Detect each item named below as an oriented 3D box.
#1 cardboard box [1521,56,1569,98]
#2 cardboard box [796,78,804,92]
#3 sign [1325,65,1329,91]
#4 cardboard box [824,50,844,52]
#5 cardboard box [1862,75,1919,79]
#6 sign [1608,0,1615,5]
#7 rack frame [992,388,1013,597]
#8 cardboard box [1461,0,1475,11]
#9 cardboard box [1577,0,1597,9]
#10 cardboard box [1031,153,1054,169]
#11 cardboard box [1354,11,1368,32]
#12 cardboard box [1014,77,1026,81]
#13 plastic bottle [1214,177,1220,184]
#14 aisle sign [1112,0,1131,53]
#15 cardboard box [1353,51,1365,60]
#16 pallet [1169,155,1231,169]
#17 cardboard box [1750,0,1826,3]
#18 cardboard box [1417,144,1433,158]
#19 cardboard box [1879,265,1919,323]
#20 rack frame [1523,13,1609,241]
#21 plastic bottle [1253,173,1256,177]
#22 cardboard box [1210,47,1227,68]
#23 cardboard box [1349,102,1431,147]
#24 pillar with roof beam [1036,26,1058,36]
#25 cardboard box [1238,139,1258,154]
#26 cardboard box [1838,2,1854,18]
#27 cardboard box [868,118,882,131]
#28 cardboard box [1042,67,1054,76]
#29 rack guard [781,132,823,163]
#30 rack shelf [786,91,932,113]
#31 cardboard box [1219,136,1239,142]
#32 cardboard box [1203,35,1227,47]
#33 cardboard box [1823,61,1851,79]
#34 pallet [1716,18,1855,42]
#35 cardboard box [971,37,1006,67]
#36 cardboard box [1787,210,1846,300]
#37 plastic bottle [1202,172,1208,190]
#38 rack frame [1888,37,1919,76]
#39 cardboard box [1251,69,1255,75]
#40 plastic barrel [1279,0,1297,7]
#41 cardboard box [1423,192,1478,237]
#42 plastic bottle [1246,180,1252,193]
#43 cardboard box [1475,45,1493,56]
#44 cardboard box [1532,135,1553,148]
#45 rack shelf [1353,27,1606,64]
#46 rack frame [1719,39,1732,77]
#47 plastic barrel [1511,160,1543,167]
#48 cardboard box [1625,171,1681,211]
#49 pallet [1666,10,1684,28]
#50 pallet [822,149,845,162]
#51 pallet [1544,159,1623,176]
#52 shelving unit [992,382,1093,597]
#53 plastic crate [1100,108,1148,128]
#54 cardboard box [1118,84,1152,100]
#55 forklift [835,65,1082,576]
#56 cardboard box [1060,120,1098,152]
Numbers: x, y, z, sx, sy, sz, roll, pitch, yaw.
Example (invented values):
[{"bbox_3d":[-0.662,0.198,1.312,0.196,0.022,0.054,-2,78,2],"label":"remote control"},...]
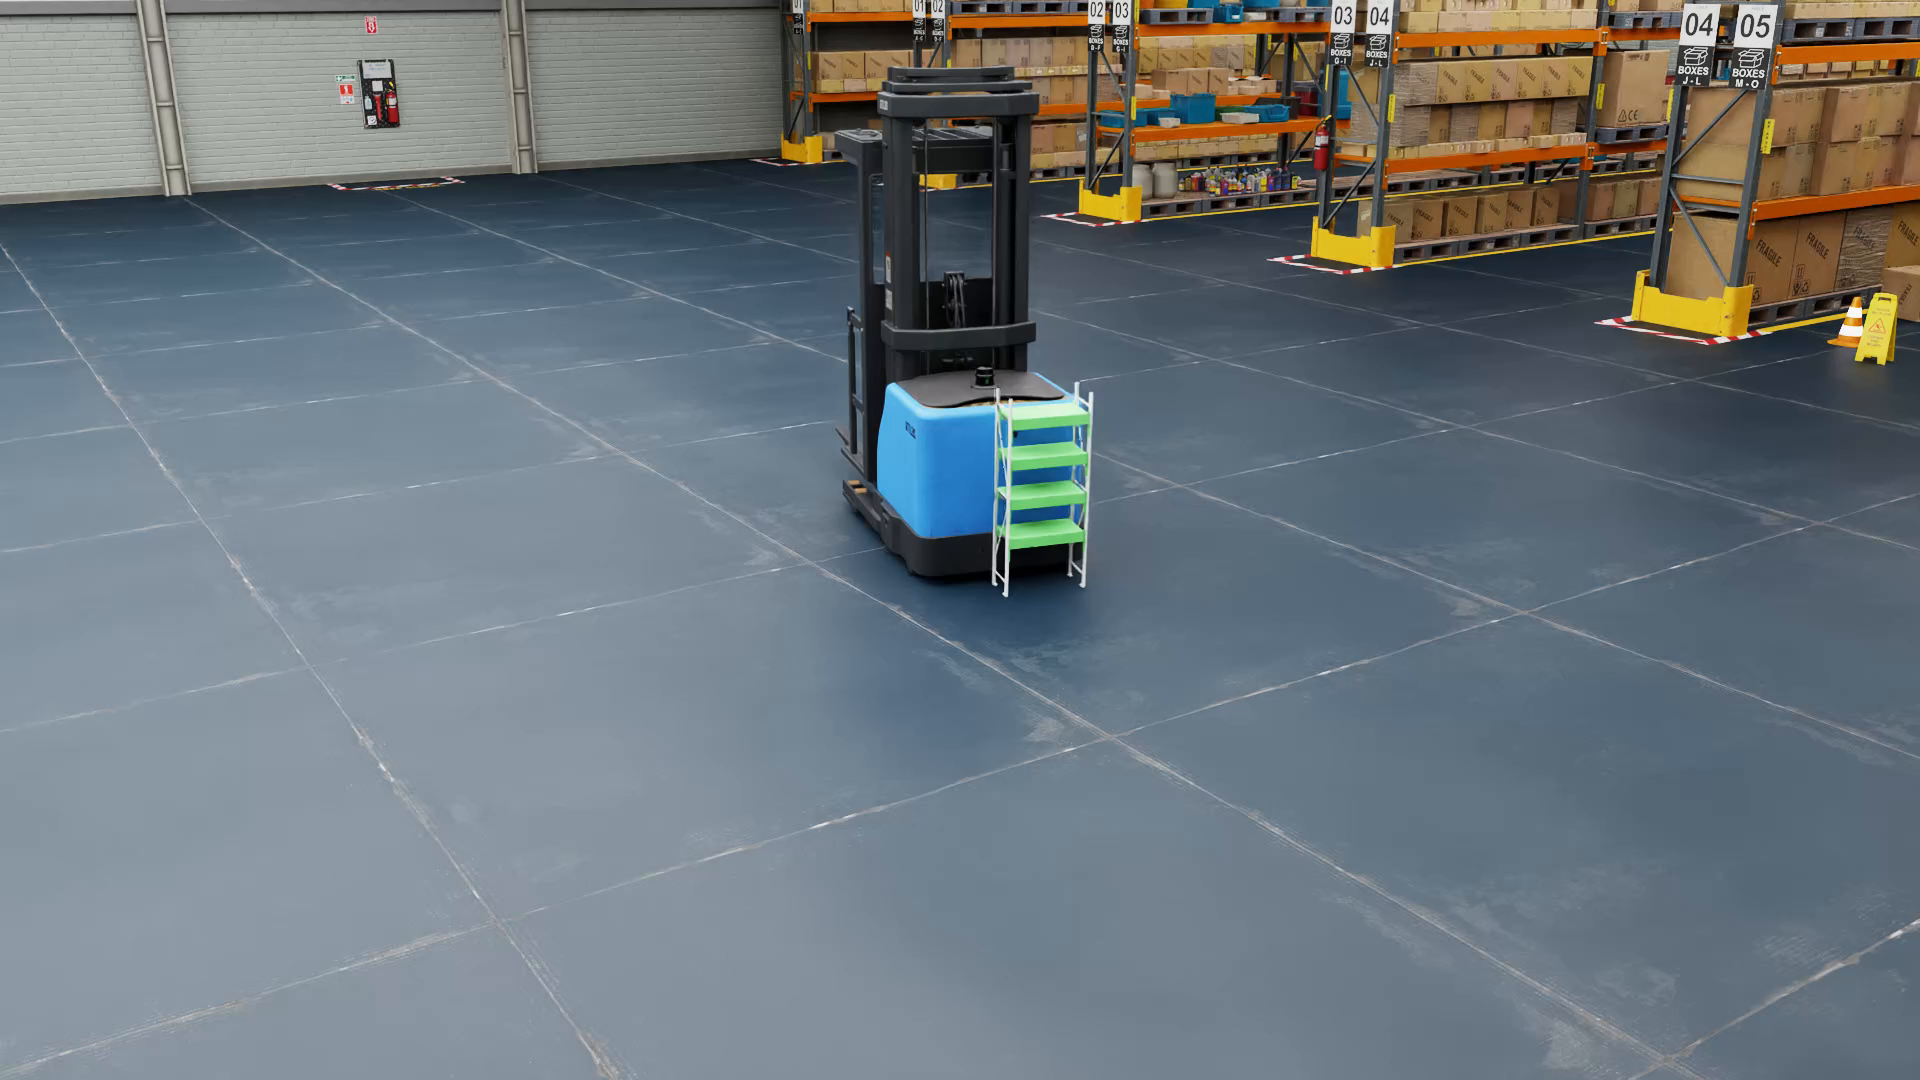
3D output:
[{"bbox_3d":[7.661,-6.125,21.996,0.500,0.500,0.500,-12,22,-31],"label":"cardboard box"},{"bbox_3d":[-2.927,-9.047,33.024,0.500,0.250,0.500,-12,22,-31],"label":"cardboard box"},{"bbox_3d":[4.673,-5.850,21.063,0.005,0.325,0.100,-12,22,-31],"label":"sign"},{"bbox_3d":[-2.508,-9.494,33.175,0.500,0.500,0.500,-12,22,-31],"label":"cardboard box"},{"bbox_3d":[10.619,-4.886,18.594,0.550,0.550,0.875,-12,22,-31],"label":"cardboard box"},{"bbox_3d":[8.607,-7.226,21.945,0.005,0.325,0.100,-12,22,-31],"label":"sign"},{"bbox_3d":[0.245,-0.268,9.648,0.015,1.200,0.240,-6,22,-17],"label":"rack frame"},{"bbox_3d":[6.204,-6.693,20.786,0.250,0.149,0.380,-12,22,-32],"label":"cardboard box"},{"bbox_3d":[8.190,-7.108,22.015,0.250,0.149,0.380,-11,22,-30],"label":"cardboard box"},{"bbox_3d":[1.341,-6.845,29.946,0.500,0.250,0.500,-12,22,-31],"label":"cardboard box"},{"bbox_3d":[5.225,-6.502,20.845,0.500,0.250,0.500,-11,22,-30],"label":"cardboard box"},{"bbox_3d":[0.767,-7.956,29.438,0.500,0.500,0.700,-12,22,-31],"label":"cardboard box"},{"bbox_3d":[4.111,-5.715,26.648,0.097,0.201,0.097,0,19,0],"label":"plastic bottle"},{"bbox_3d":[2.339,-7.465,24.082,0.004,0.787,0.394,-12,22,-31],"label":"aisle sign"},{"bbox_3d":[8.097,-9.682,33.889,0.700,0.500,0.500,16,24,39],"label":"cardboard box"},{"bbox_3d":[4.471,-7.390,32.274,1.213,0.211,1.003,-12,22,-31],"label":"pallet"},{"bbox_3d":[8.150,-5.408,16.333,0.500,0.250,0.500,-12,22,-32],"label":"cardboard box"},{"bbox_3d":[5.767,-4.946,21.083,0.250,0.149,0.380,-12,22,-31],"label":"cardboard box"},{"bbox_3d":[10.214,-2.629,17.736,0.500,0.500,0.500,-8,20,-22],"label":"cardboard box"},{"bbox_3d":[8.303,-5.704,22.933,0.127,3.000,1.000,-12,22,-31],"label":"rack frame"},{"bbox_3d":[4.691,-5.692,26.452,0.133,0.283,0.061,-12,22,-31],"label":"plastic bottle"},{"bbox_3d":[5.719,-10.958,37.823,0.500,0.500,0.500,-12,22,-31],"label":"cardboard box"},{"bbox_3d":[5.436,-5.277,21.050,0.500,0.500,0.875,-12,22,-31],"label":"cardboard box"},{"bbox_3d":[4.277,-12.076,32.415,0.400,9.000,9.100,-12,22,-31],"label":"pillar with roof beam"},{"bbox_3d":[5.464,-7.706,32.492,0.500,0.250,0.500,-12,22,-32],"label":"cardboard box"},{"bbox_3d":[8.701,-5.312,16.670,0.250,0.149,0.380,-12,22,-31],"label":"cardboard box"},{"bbox_3d":[-1.467,-8.313,33.865,0.500,0.500,0.700,-14,23,-35],"label":"cardboard box"},{"bbox_3d":[1.467,-8.333,29.541,0.250,0.149,0.380,-11,22,-30],"label":"cardboard box"},{"bbox_3d":[-3.147,-7.803,33.046,0.348,0.500,1.175,-12,22,-31],"label":"rack guard"},{"bbox_3d":[-1.541,-8.986,33.764,4.000,0.370,1.077,-12,22,-31],"label":"rack shelf"},{"bbox_3d":[5.042,-7.881,32.136,0.500,0.311,0.500,-12,22,-32],"label":"cardboard box"},{"bbox_3d":[5.704,-11.313,37.701,0.500,0.250,0.500,-11,22,-30],"label":"cardboard box"},{"bbox_3d":[13.365,-7.290,25.901,0.637,0.503,0.797,-11,22,-30],"label":"cardboard box"},{"bbox_3d":[8.219,-5.167,16.801,1.213,0.211,1.003,-12,22,-31],"label":"pallet"},{"bbox_3d":[0.394,-8.494,29.004,0.500,0.500,0.700,-13,22,-33],"label":"cardboard box"},{"bbox_3d":[8.869,-3.140,18.011,0.875,0.875,0.875,-12,22,-32],"label":"cardboard box"},{"bbox_3d":[3.872,-5.745,26.619,0.135,0.276,0.152,-13,22,-33],"label":"plastic bottle"},{"bbox_3d":[10.946,-4.360,18.956,0.127,3.000,1.000,-12,22,-31],"label":"rack frame"},{"bbox_3d":[6.685,-10.843,38.495,0.250,0.149,0.380,-12,22,-31],"label":"cardboard box"},{"bbox_3d":[5.111,-8.678,26.218,0.421,0.512,0.421,0,19,0],"label":"plastic barrel"},{"bbox_3d":[6.506,-4.339,22.144,0.500,0.500,0.500,-10,21,-26],"label":"cardboard box"},{"bbox_3d":[4.548,-5.575,26.233,0.097,0.201,0.097,0,19,0],"label":"plastic bottle"},{"bbox_3d":[10.947,-10.474,35.324,0.500,0.500,0.500,-13,22,-33],"label":"cardboard box"},{"bbox_3d":[7.681,-5.325,22.205,0.250,0.149,0.380,-12,22,-31],"label":"cardboard box"},{"bbox_3d":[6.632,-6.432,21.526,4.000,0.370,1.077,-12,22,-31],"label":"rack shelf"},{"bbox_3d":[15.601,-9.143,33.104,0.127,3.000,1.000,-12,22,-31],"label":"rack frame"},{"bbox_3d":[10.262,-7.080,30.112,0.708,0.588,0.600,-12,22,-31],"label":"plastic barrel"},{"bbox_3d":[10.169,-5.107,24.382,0.500,0.500,0.700,-10,21,-27],"label":"cardboard box"},{"bbox_3d":[9.741,-7.300,23.263,1.003,0.211,1.213,-12,22,-31],"label":"pallet"},{"bbox_3d":[-2.449,-7.800,33.488,1.213,0.211,1.003,-12,22,-31],"label":"pallet"},{"bbox_3d":[11.593,-6.992,31.098,1.213,0.211,1.003,-12,22,-31],"label":"pallet"},{"bbox_3d":[0.476,-0.292,9.720,0.503,1.200,0.258,-6,22,-17],"label":"shelving unit"},{"bbox_3d":[2.491,-6.422,25.289,0.616,0.251,0.499,-12,22,-31],"label":"plastic crate"},{"bbox_3d":[3.245,-8.382,31.088,0.500,0.250,0.500,-10,21,-28],"label":"cardboard box"},{"bbox_3d":[-0.176,-1.607,10.923,1.130,2.935,3.031,-6,19,-16],"label":"forklift"},{"bbox_3d":[2.166,-7.381,30.360,0.500,0.500,0.500,-12,22,-31],"label":"cardboard box"}]
